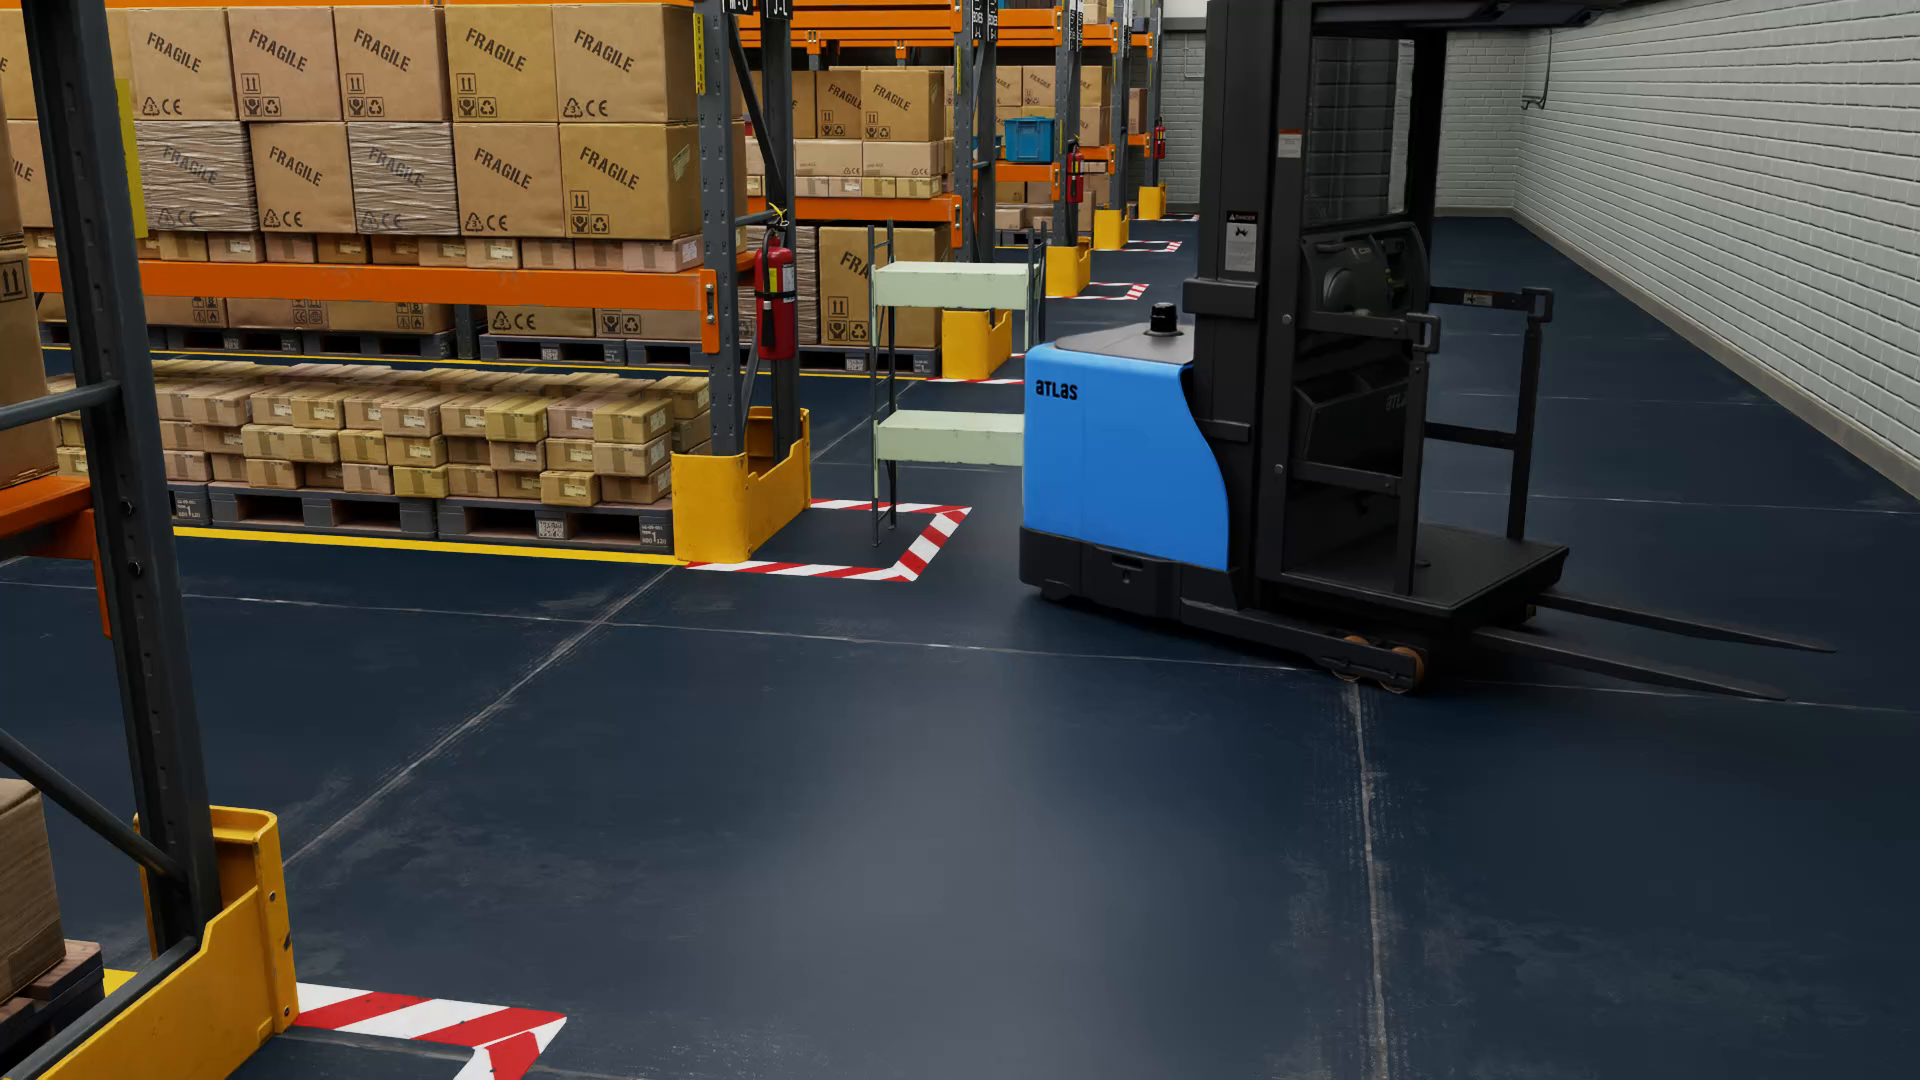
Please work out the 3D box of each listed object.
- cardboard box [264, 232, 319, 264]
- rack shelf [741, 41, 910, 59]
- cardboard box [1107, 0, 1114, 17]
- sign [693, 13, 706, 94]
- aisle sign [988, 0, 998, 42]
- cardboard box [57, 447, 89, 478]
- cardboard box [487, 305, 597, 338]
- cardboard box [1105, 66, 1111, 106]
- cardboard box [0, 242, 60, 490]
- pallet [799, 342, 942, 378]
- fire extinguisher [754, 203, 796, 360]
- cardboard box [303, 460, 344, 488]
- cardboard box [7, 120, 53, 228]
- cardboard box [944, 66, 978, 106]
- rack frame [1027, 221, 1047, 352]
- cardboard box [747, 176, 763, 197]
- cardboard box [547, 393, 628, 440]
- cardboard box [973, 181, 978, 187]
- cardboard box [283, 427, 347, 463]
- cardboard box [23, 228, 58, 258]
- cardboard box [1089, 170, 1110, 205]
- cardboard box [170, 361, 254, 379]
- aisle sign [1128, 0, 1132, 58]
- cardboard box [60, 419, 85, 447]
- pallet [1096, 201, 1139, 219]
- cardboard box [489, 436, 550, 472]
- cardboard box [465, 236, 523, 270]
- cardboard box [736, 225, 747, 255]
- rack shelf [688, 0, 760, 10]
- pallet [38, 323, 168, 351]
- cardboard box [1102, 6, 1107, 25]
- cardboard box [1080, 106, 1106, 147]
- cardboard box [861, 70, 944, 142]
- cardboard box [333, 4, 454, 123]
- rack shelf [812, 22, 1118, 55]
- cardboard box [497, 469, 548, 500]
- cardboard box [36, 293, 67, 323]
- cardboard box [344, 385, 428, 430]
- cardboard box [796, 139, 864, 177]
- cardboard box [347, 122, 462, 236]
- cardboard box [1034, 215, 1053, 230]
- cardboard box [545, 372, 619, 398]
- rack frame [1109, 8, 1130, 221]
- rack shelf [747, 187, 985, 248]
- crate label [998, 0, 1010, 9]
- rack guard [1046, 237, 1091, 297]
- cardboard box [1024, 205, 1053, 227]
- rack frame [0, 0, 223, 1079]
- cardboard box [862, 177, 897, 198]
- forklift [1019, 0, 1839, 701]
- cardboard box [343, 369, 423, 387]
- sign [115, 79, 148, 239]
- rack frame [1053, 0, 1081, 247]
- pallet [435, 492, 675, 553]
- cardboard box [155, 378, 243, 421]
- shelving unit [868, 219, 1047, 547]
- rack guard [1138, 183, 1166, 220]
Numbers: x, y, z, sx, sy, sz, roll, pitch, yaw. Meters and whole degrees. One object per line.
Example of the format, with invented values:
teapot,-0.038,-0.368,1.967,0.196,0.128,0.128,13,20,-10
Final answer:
cardboard box,-3.107,-1.422,7.977,0.250,0.149,0.380,4,16,13
rack shelf,-2.803,-8.088,27.300,4.000,0.370,1.077,3,16,11
cardboard box,2.306,-8.263,25.892,0.500,0.250,0.500,4,16,13
sign,-1.102,-2.057,7.036,0.005,0.325,0.100,3,16,11
aisle sign,0.246,-4.110,12.341,0.004,0.787,0.394,3,16,11
cardboard box,-4.338,-0.414,8.422,0.250,0.149,0.380,4,16,13
cardboard box,-3.173,-2.118,13.212,0.875,0.875,0.875,3,16,11
cardboard box,1.711,-5.996,21.960,0.500,0.500,0.500,4,16,13
cardboard box,-2.272,-0.339,3.409,0.500,0.500,0.500,3,16,11
pallet,-0.683,-1.461,12.870,1.213,0.211,1.003,3,16,11
fire extinguisher,-0.817,-1.139,7.329,0.183,0.674,0.296,3,16,11
cardboard box,-3.047,-0.376,8.284,0.250,0.149,0.380,4,16,13
cardboard box,-4.456,-1.802,8.136,0.500,0.500,0.500,3,16,10
cardboard box,0.095,-5.936,21.742,0.500,0.500,0.500,4,16,13
rack frame,0.352,-0.704,7.723,0.023,1.500,0.400,3,16,11
cardboard box,-1.554,-2.662,12.453,0.250,0.149,0.380,3,16,11
cardboard box,-1.776,-0.596,7.963,0.250,0.149,0.380,3,16,12
cardboard box,0.361,-5.786,27.157,0.500,0.500,0.700,3,16,11
cardboard box,-3.088,-0.493,8.149,0.250,0.149,0.380,3,16,12
cardboard box,-4.411,-1.487,8.212,0.250,0.149,0.380,4,16,13
cardboard box,2.371,-5.679,26.769,0.500,0.500,0.700,3,16,11
cardboard box,-3.987,-0.853,8.892,0.250,0.149,0.380,3,16,11
aisle sign,2.219,-6.700,21.690,0.004,0.787,0.394,3,16,11
cardboard box,-4.334,-0.582,8.471,0.250,0.149,0.380,3,16,11
pallet,2.278,-5.348,26.904,1.213,0.211,1.003,3,16,11
cardboard box,-2.055,-0.443,7.968,0.250,0.149,0.380,2,16,9
cardboard box,-2.087,-1.353,7.727,0.250,0.149,0.380,4,16,13
cardboard box,-1.224,-1.472,8.159,0.250,0.149,0.380,3,16,11
rack shelf,-2.932,-2.696,7.833,4.000,0.370,1.077,3,16,11
pallet,-6.966,-1.803,14.104,1.213,0.211,1.003,3,16,11
cardboard box,1.641,-6.841,21.731,0.500,0.250,0.500,3,16,11
cardboard box,1.600,-5.375,21.588,0.500,0.500,0.500,4,16,13
cardboard box,-0.414,-3.172,12.144,0.500,0.500,0.500,3,16,12
cardboard box,-2.478,-2.175,7.609,0.500,0.500,0.500,4,16,14
rack shelf,0.134,-6.579,21.853,4.000,0.370,1.077,3,16,11
cardboard box,-2.043,-0.316,8.068,0.250,0.149,0.380,3,16,11
cardboard box,-7.052,-2.344,14.030,0.875,0.875,1.225,2,16,8
cardboard box,-2.806,-0.650,8.157,0.250,0.149,0.380,3,16,9
cardboard box,-0.909,-2.837,12.339,0.500,0.250,0.500,3,16,10
cardboard box,-2.466,-1.692,7.736,0.500,0.500,0.500,3,16,11
cardboard box,1.133,-4.230,22.127,0.250,0.166,0.380,3,16,11
cardboard box,-1.933,-0.752,8.529,0.250,0.149,0.380,3,16,11
rack frame,2.093,-5.374,21.773,0.127,3.000,1.000,3,16,11
rack shelf,-1.844,-2.542,12.898,4.000,0.370,1.077,3,16,11
crate label,0.263,-5.586,17.197,0.502,0.251,0.408,3,16,11
rack guard,1.129,-2.876,17.437,0.348,0.500,1.175,3,16,11
cardboard box,1.127,-4.390,22.549,0.500,0.250,0.500,3,16,11
rack frame,-1.859,-0.190,3.059,0.127,3.000,1.000,3,16,11
cardboard box,-0.554,-2.608,12.257,0.250,0.149,0.380,3,16,12
forklift,1.701,-0.987,6.183,3.031,2.867,1.129,13,20,39
cardboard box,-2.976,-0.776,8.612,0.250,0.149,0.380,3,16,11
sign,-1.743,-0.790,3.456,0.005,0.325,0.100,3,16,11
rack frame,1.103,-4.078,17.096,0.127,3.000,1.000,3,16,11
pallet,-1.835,-0.203,8.330,1.213,0.211,1.003,3,16,11
cardboard box,-3.819,-0.707,8.365,0.250,0.149,0.380,3,16,10
shelving unit,-0.007,-0.723,7.793,0.755,1.500,0.431,3,16,11
rack guard,3.101,-5.464,26.781,0.348,0.500,1.175,3,16,11
